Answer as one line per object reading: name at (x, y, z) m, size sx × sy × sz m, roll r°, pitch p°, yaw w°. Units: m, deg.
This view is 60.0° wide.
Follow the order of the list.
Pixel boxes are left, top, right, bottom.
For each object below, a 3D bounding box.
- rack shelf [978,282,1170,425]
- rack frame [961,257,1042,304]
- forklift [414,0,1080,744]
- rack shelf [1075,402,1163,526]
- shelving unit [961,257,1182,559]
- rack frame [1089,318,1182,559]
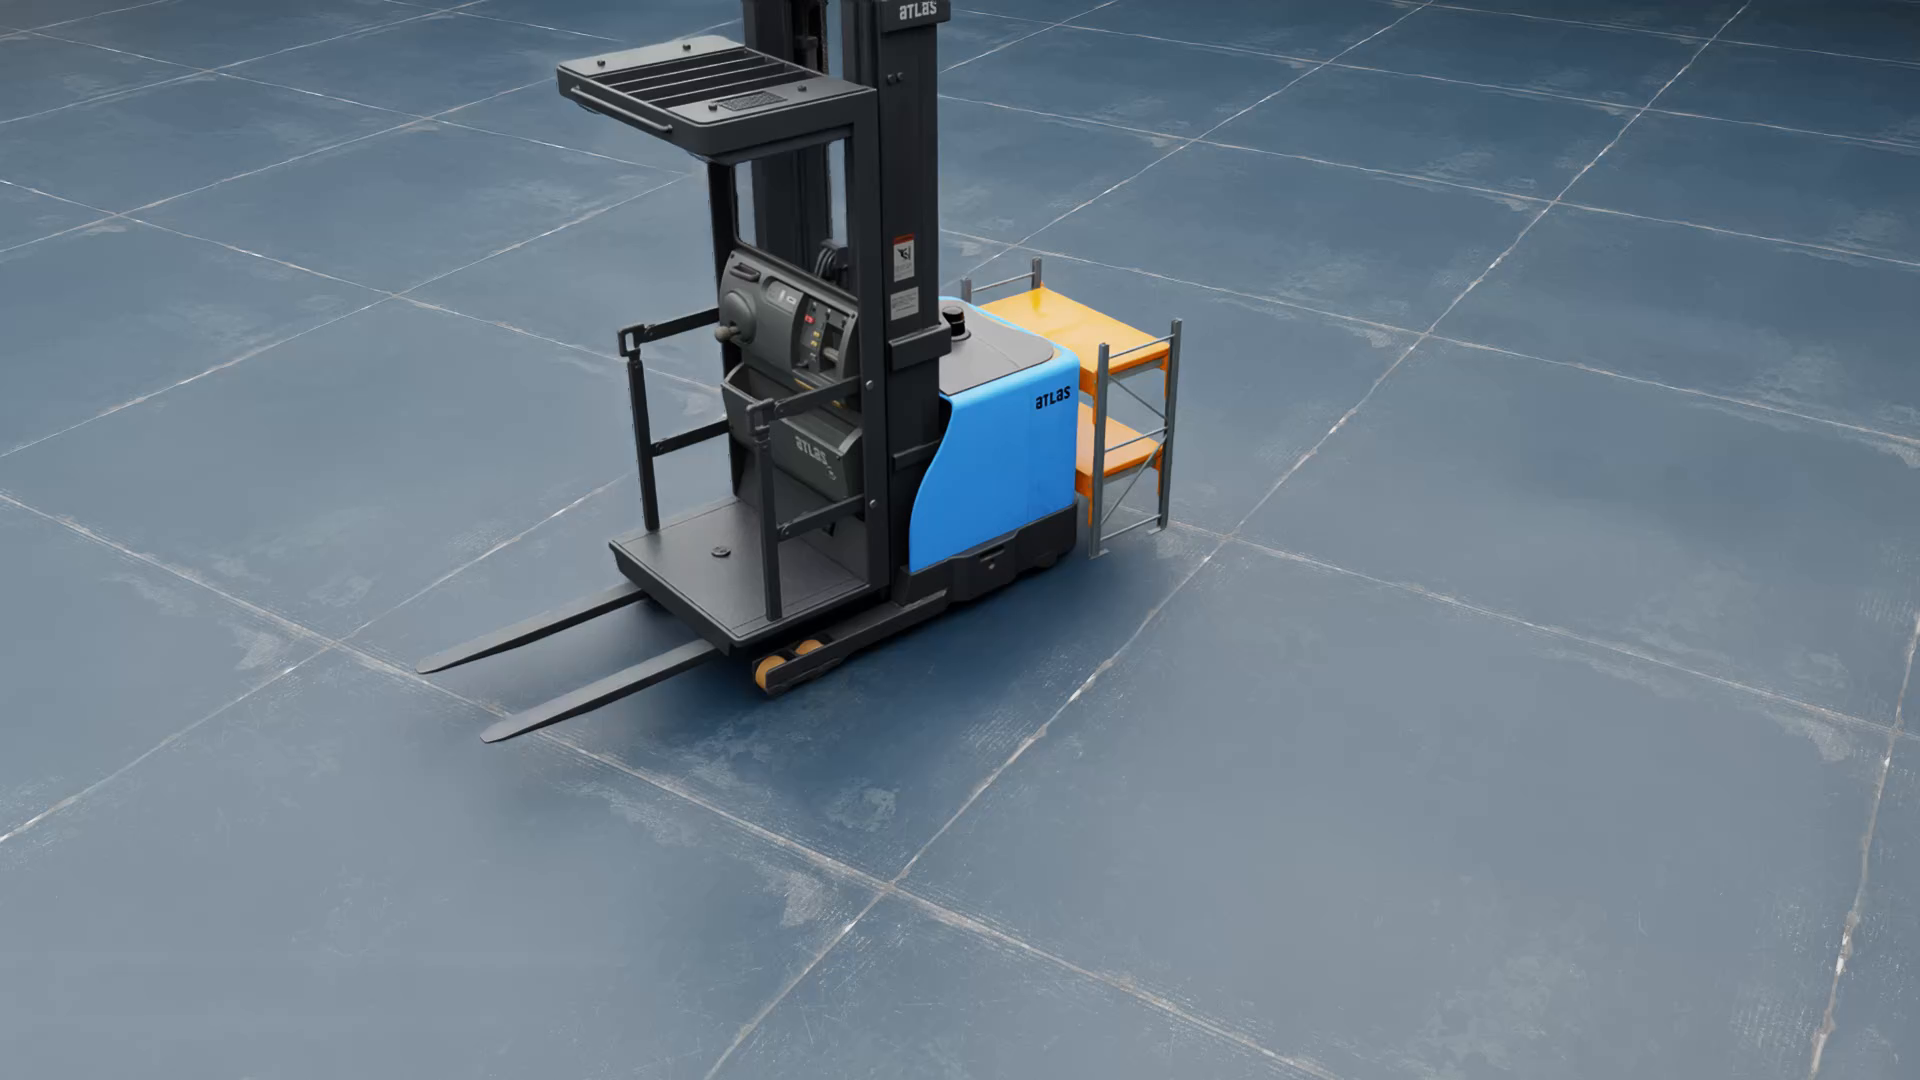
rack shelf at (0.524, -0.930, 8.147) m, size 0.538 × 0.278 × 1.000 m, roll -21°, pitch 36°, yaw -32°
rack frame at (0.212, -0.880, 8.642) m, size 0.500 × 1.125 × 0.032 m, roll -21°, pitch 36°, yaw -32°
forklift at (-0.891, -0.902, 6.887) m, size 3.031 × 2.935 × 1.130 m, roll -23°, pitch 37°, yaw -34°
rack shelf at (0.524, -0.466, 8.418) m, size 0.538 × 0.278 × 1.000 m, roll -21°, pitch 36°, yaw -32°
shelving unit at (0.524, -0.677, 8.295) m, size 0.538 × 1.125 × 1.048 m, roll -21°, pitch 36°, yaw -32°
rack frame at (0.835, -0.475, 7.948) m, size 0.500 × 1.125 × 0.032 m, roll -21°, pitch 36°, yaw -32°
